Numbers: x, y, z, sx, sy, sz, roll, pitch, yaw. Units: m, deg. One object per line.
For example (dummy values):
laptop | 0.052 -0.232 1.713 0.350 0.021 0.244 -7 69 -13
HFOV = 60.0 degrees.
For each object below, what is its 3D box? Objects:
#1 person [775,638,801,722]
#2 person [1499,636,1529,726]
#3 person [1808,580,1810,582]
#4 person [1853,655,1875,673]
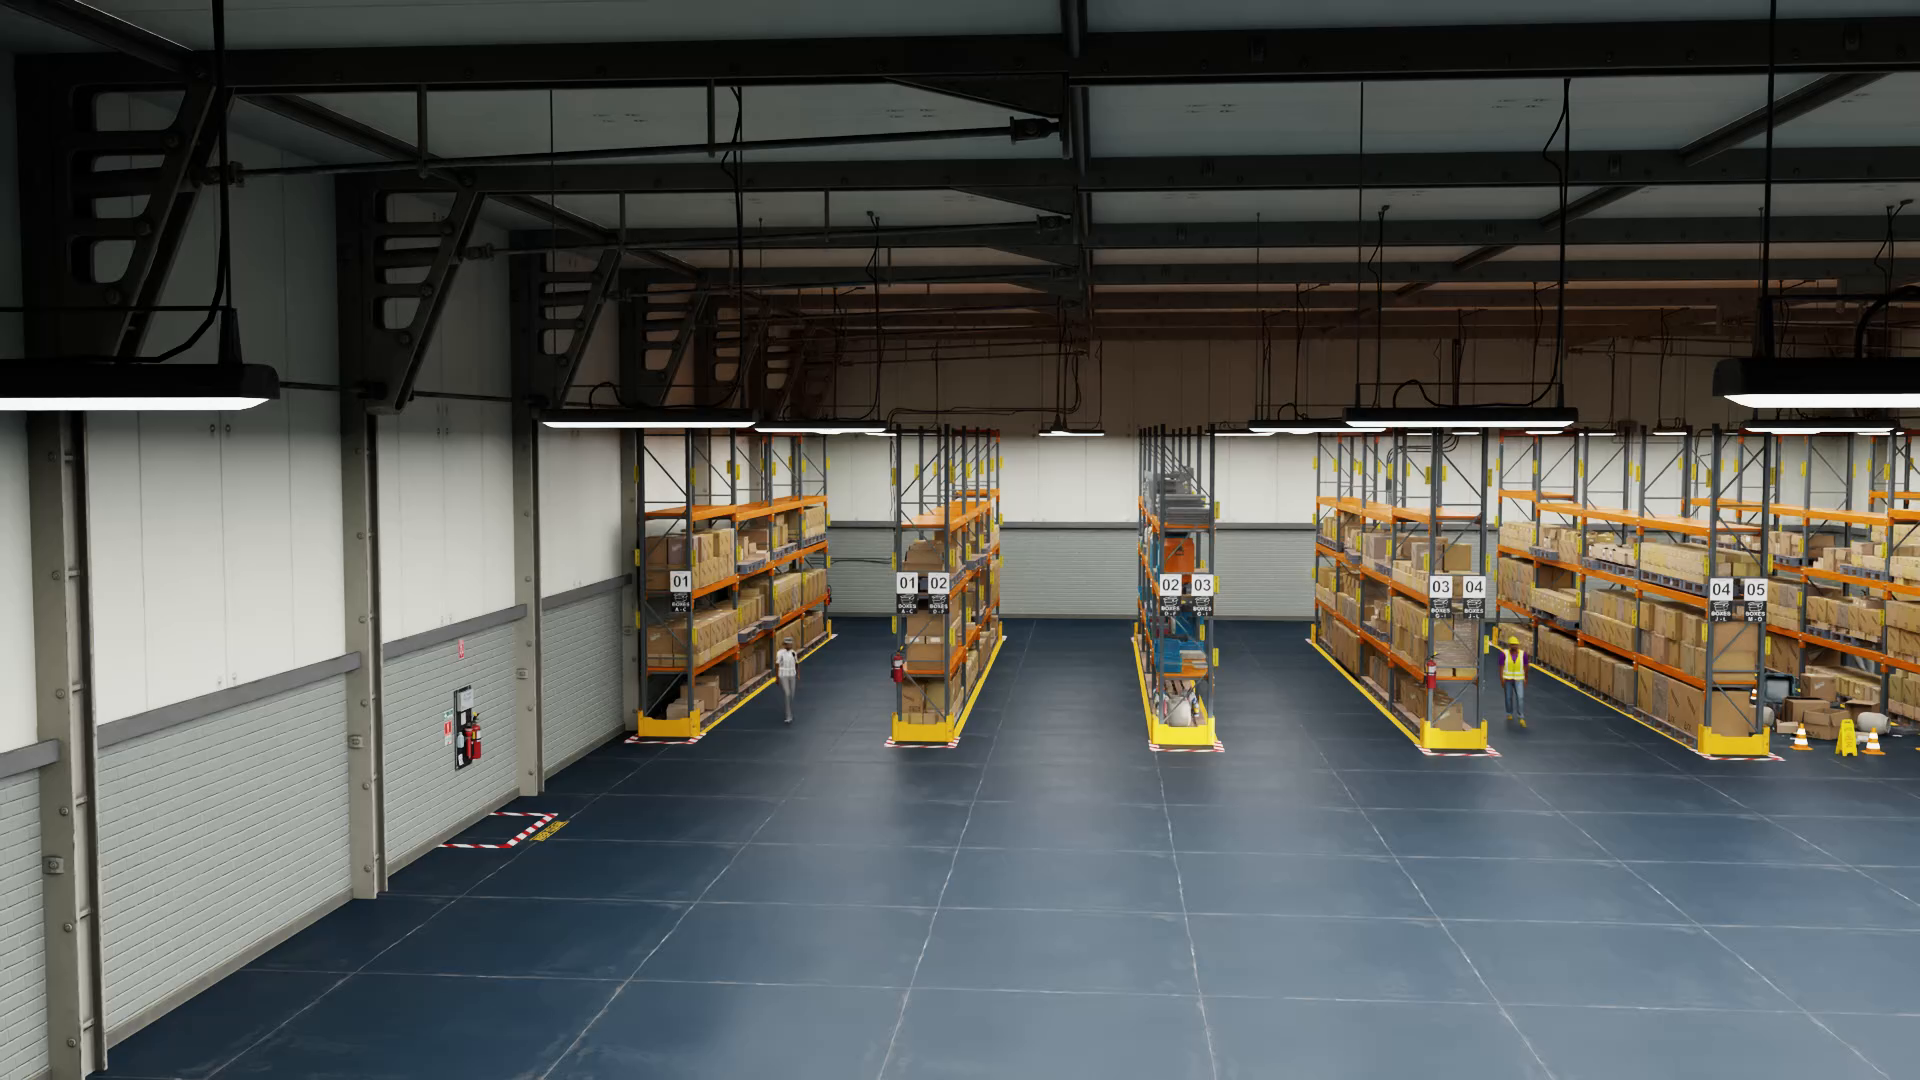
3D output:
person | -3.469 2.847 33.935 0.470 1.696 0.634 -3 4 -37
person | 11.103 2.800 33.355 0.587 1.720 0.925 1 4 18
person | 24.007 1.987 47.142 0.989 1.734 0.575 0 3 -1
person | 21.772 2.474 39.944 0.513 1.688 0.431 -1 4 -16
